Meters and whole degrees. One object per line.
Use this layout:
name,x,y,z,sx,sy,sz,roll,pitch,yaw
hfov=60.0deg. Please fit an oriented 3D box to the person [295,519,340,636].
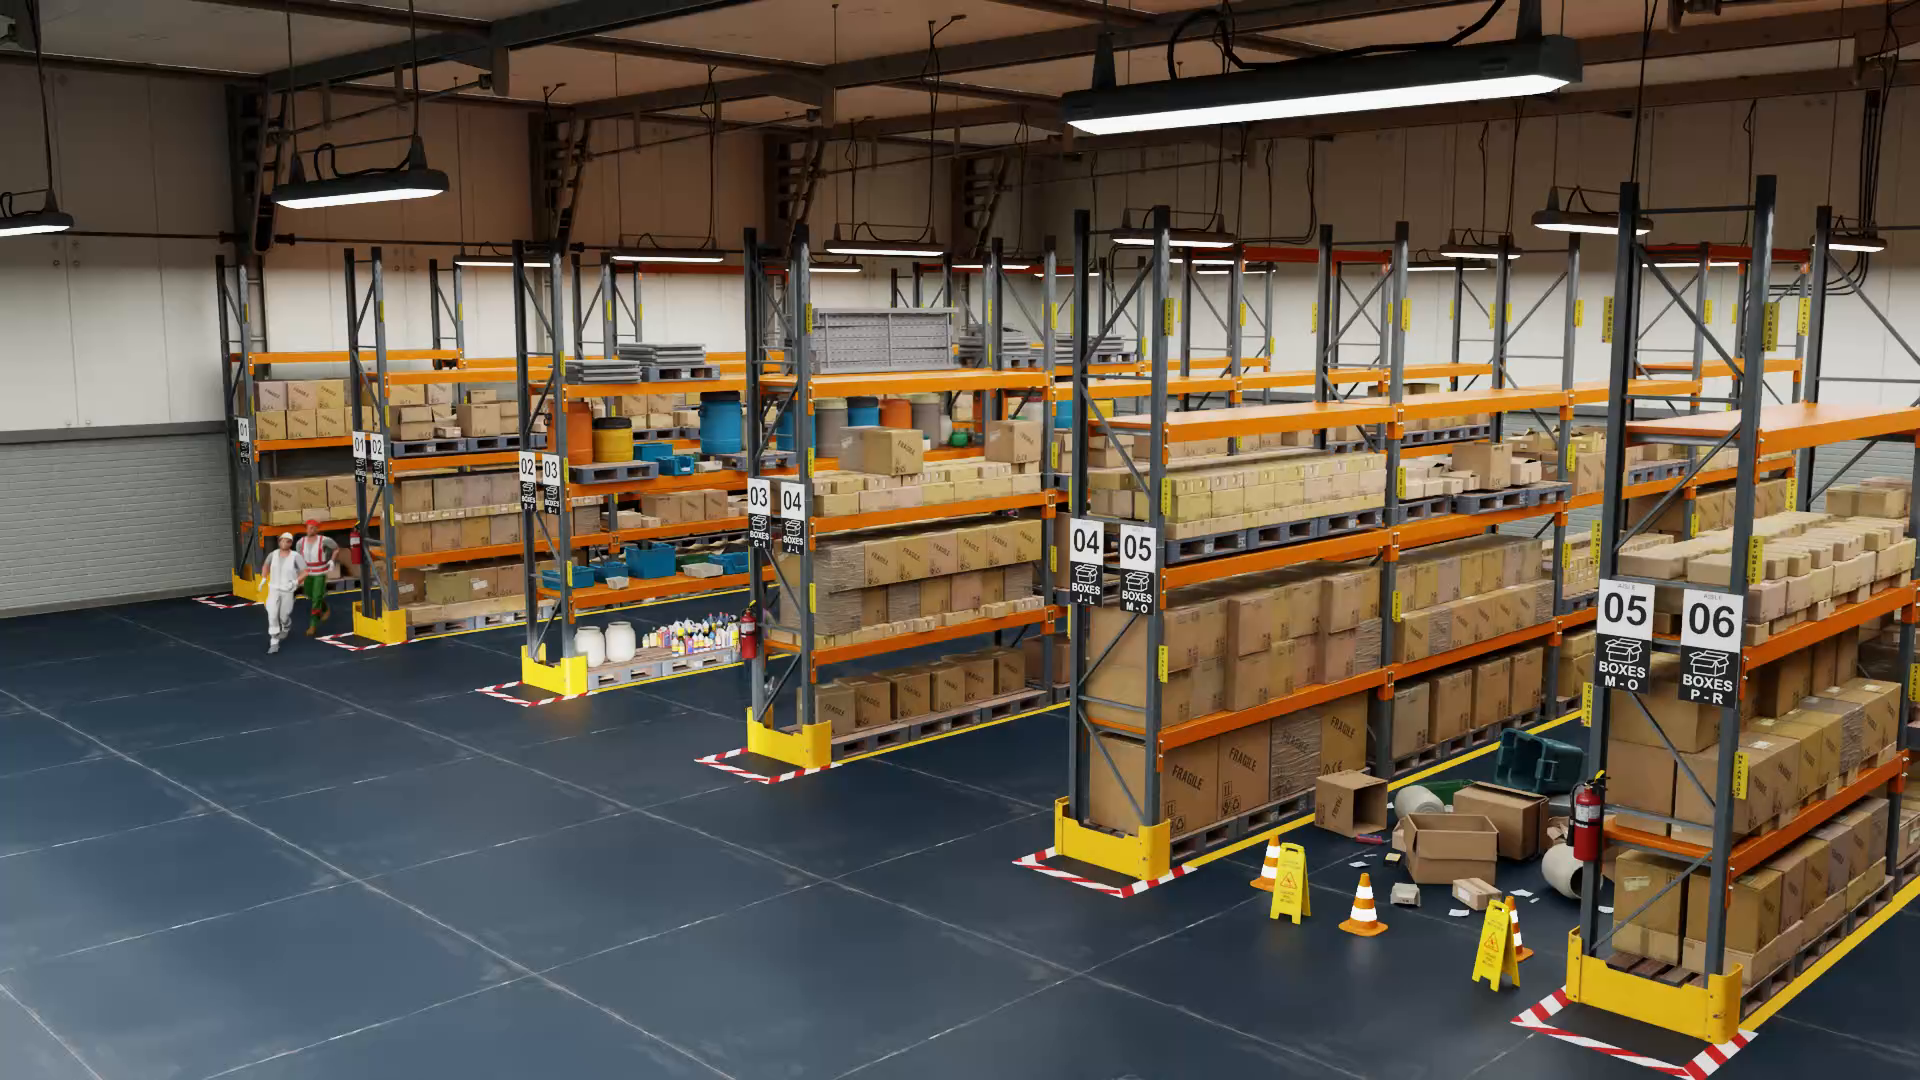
person,-10.189,0.554,26.297,0.655,1.793,0.985,0,8,3

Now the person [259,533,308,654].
person,-10.167,0.773,24.971,0.711,1.766,0.804,-1,8,-6

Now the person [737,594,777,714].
person,-2.531,1.420,21.202,0.544,1.565,0.560,5,10,34
